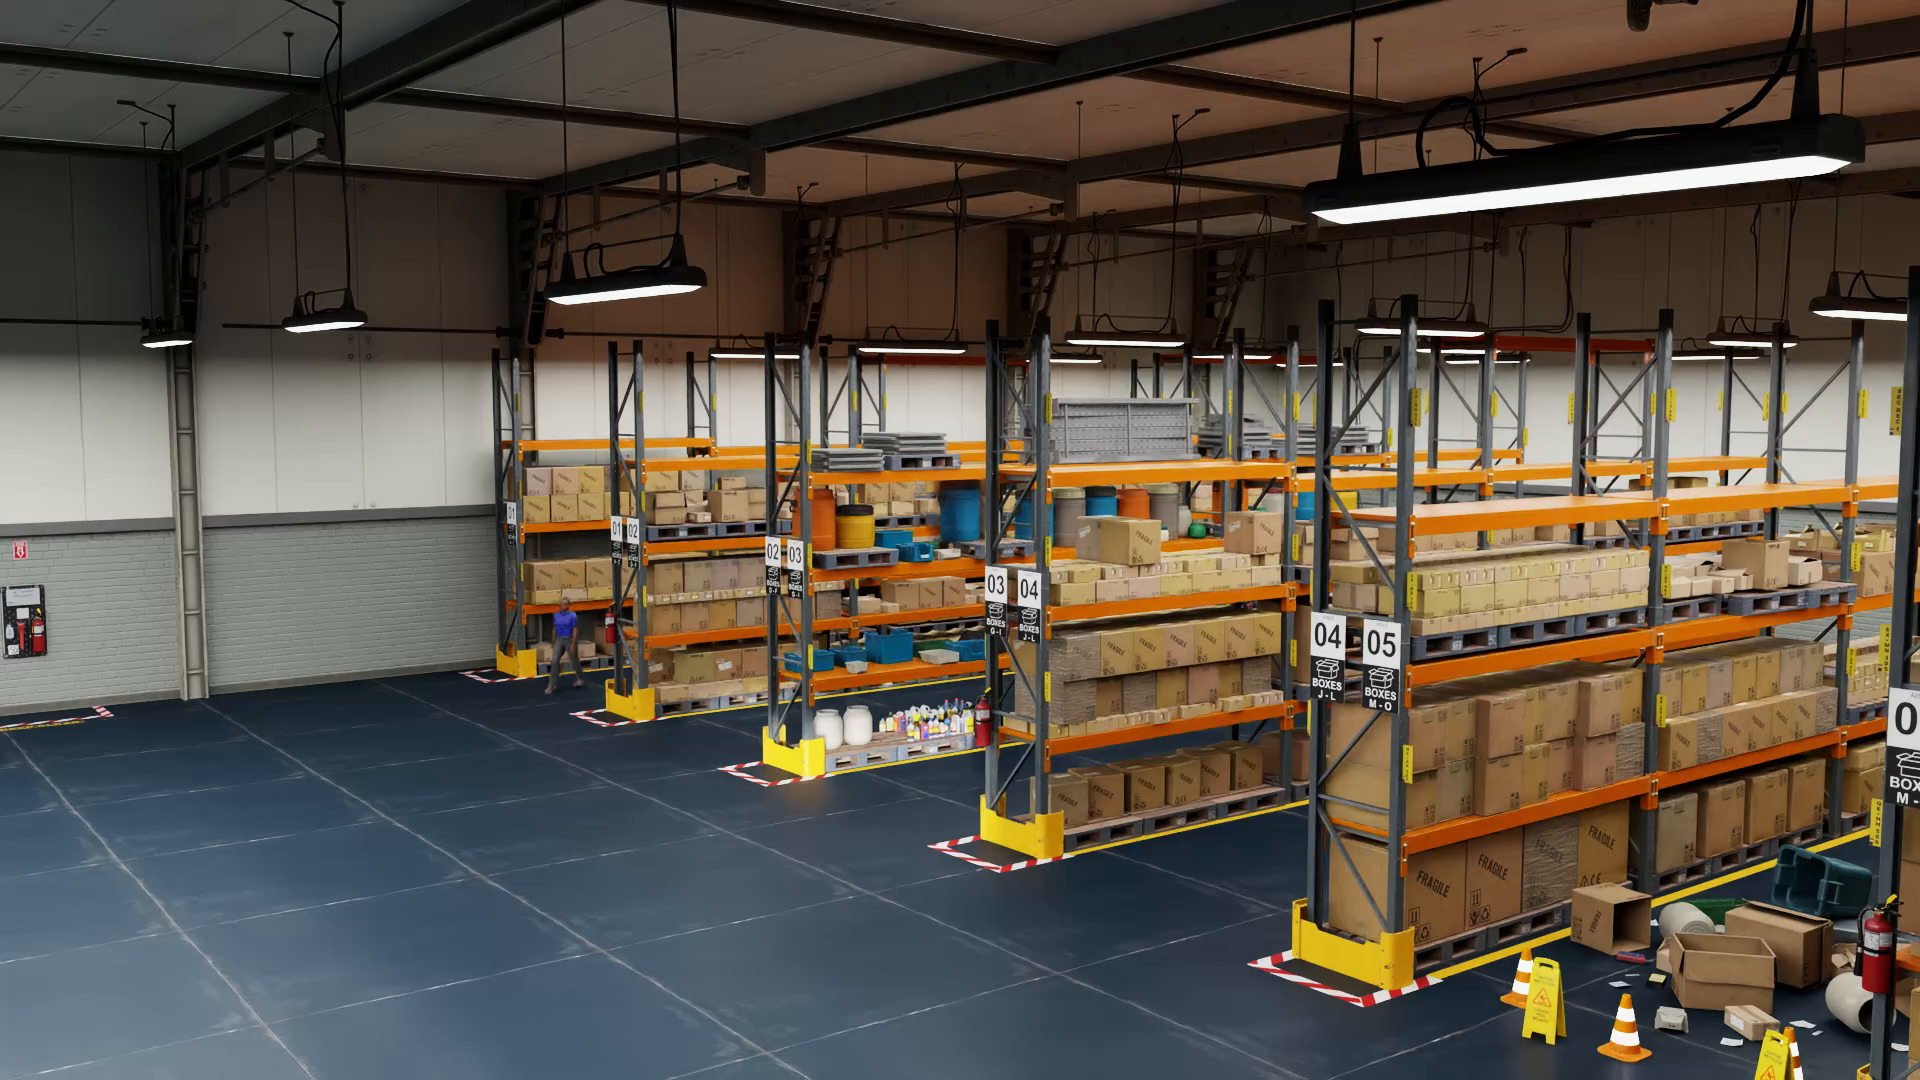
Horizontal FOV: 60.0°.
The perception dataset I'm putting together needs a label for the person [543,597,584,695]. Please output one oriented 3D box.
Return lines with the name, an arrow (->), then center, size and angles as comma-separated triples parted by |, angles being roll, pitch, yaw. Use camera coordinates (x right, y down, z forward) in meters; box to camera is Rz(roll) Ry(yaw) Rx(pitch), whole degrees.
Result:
person -> -6.876, 1.812, 28.950 | 0.528, 1.644, 0.930 | 2, 5, 19
